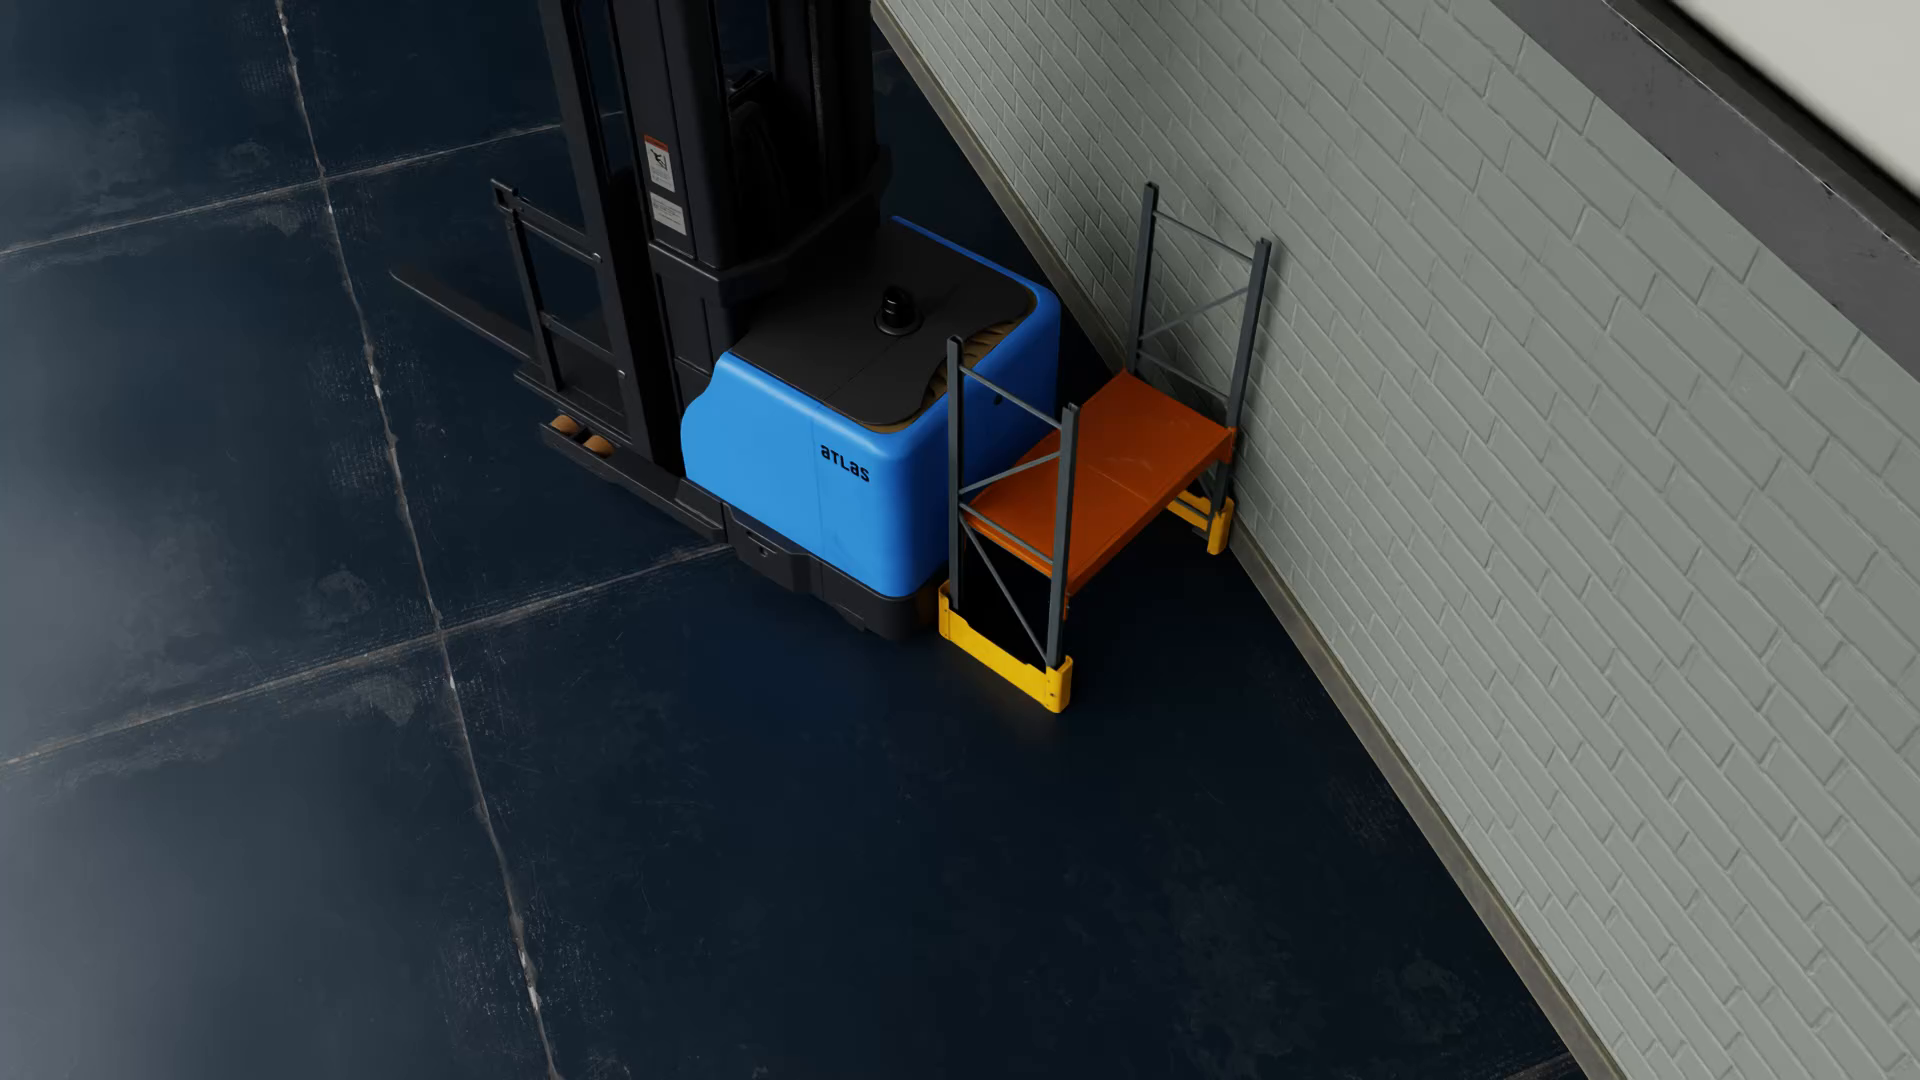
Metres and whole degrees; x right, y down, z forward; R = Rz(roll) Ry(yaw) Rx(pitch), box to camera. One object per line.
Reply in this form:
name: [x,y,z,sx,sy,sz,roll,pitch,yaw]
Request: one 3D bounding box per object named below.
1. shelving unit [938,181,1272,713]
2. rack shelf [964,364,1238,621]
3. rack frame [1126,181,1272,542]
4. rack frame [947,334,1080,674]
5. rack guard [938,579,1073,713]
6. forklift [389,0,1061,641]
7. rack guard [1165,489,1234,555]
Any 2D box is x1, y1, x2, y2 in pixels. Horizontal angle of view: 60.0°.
shelving unit: [0.486,-0.306,5.865,0.587,1.500,1.083,33,57,25]
rack shelf: [0.492,-0.194,6.006,0.538,0.185,1.000,33,57,25]
rack frame: [0.825,-0.603,6.120,0.500,1.500,0.032,33,57,25]
rack frame: [0.159,-0.020,5.619,0.500,1.500,0.032,33,57,25]
rack guard: [0.160,0.387,6.094,0.587,0.250,0.087,33,57,25]
forklift: [-1.105,-1.509,5.955,3.031,2.935,1.130,30,56,23]
rack guard: [0.812,-0.185,6.584,0.587,0.250,0.087,33,57,25]
